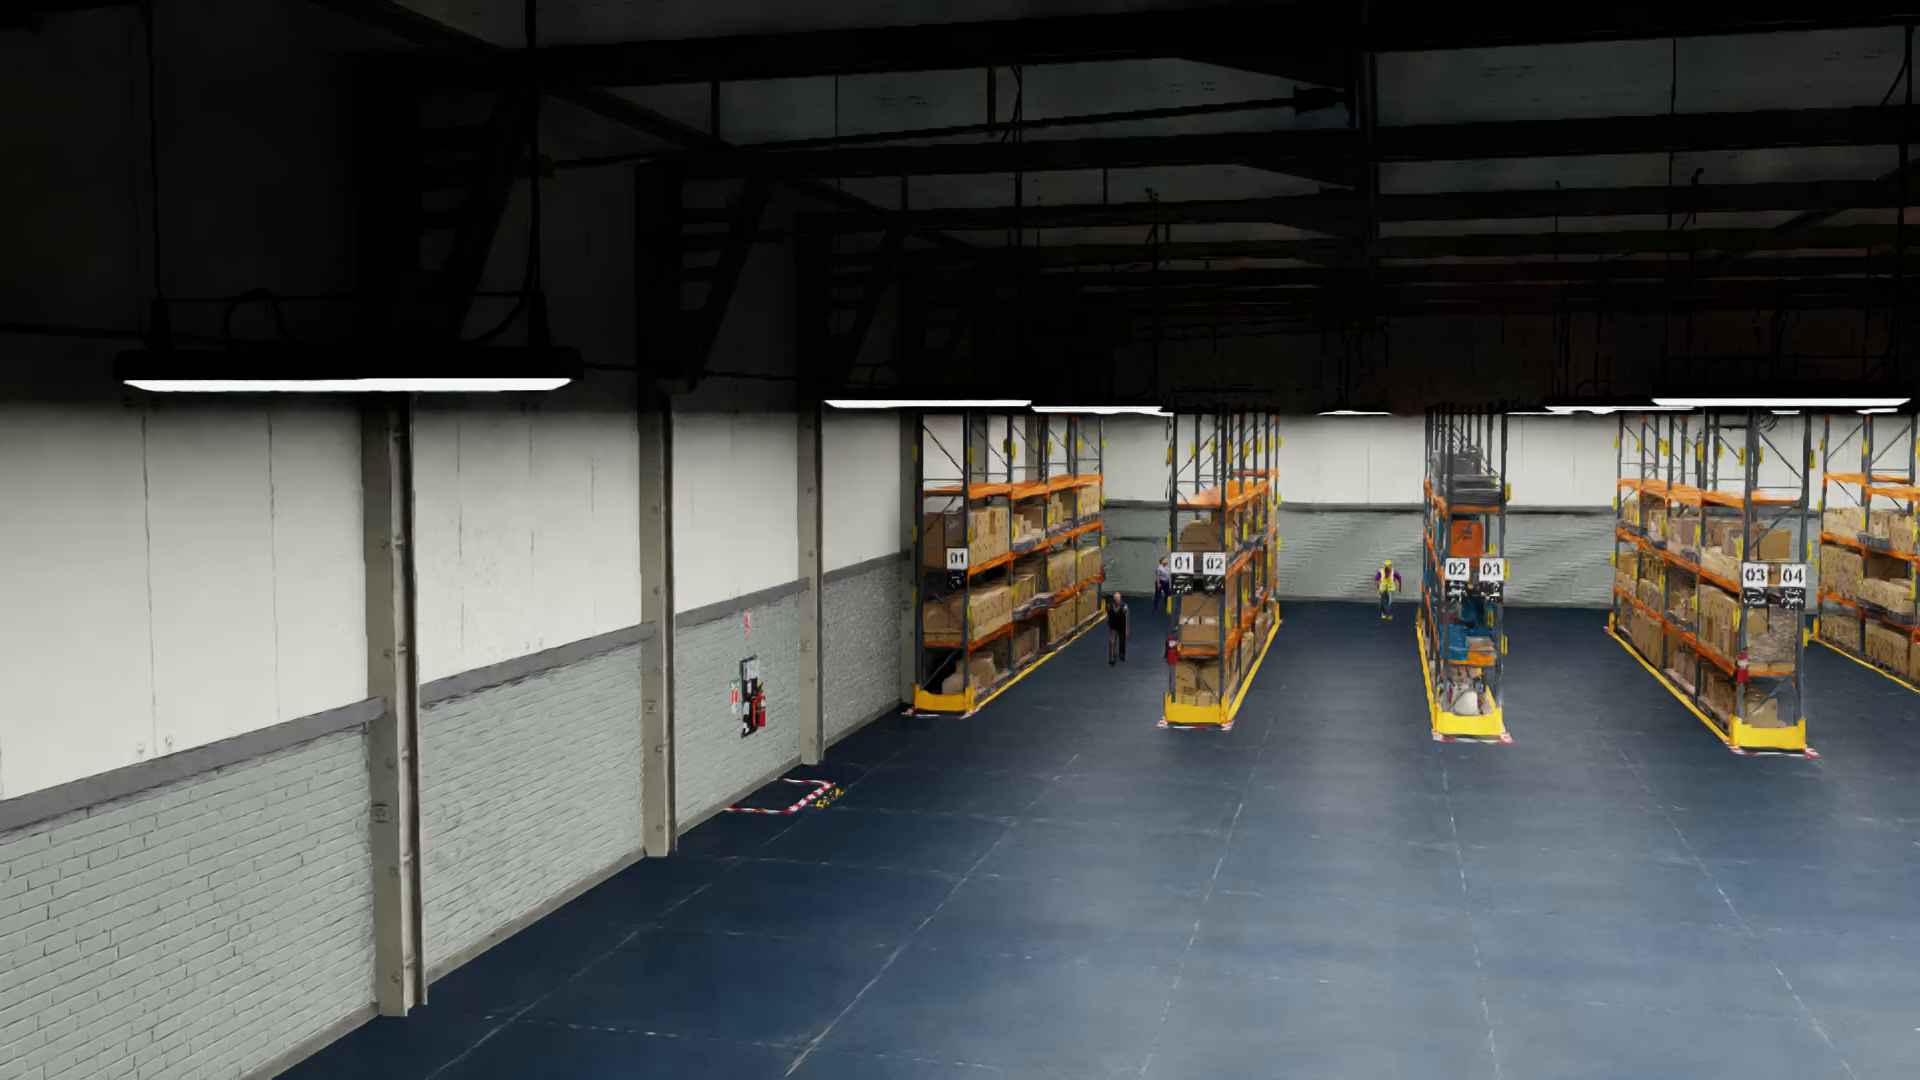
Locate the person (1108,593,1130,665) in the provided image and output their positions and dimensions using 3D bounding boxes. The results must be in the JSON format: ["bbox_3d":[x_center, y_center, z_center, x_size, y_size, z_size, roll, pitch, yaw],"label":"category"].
[{"bbox_3d":[3.674,2.047,38.517,0.555,1.669,1.029,1,4,13],"label":"person"}]

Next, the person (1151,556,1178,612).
[{"bbox_3d":[5.991,1.297,48.834,0.734,1.626,0.563,-3,5,-38],"label":"person"}]

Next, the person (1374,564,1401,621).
[{"bbox_3d":[12.086,1.418,47.022,0.734,1.661,0.835,1,4,19],"label":"person"}]
